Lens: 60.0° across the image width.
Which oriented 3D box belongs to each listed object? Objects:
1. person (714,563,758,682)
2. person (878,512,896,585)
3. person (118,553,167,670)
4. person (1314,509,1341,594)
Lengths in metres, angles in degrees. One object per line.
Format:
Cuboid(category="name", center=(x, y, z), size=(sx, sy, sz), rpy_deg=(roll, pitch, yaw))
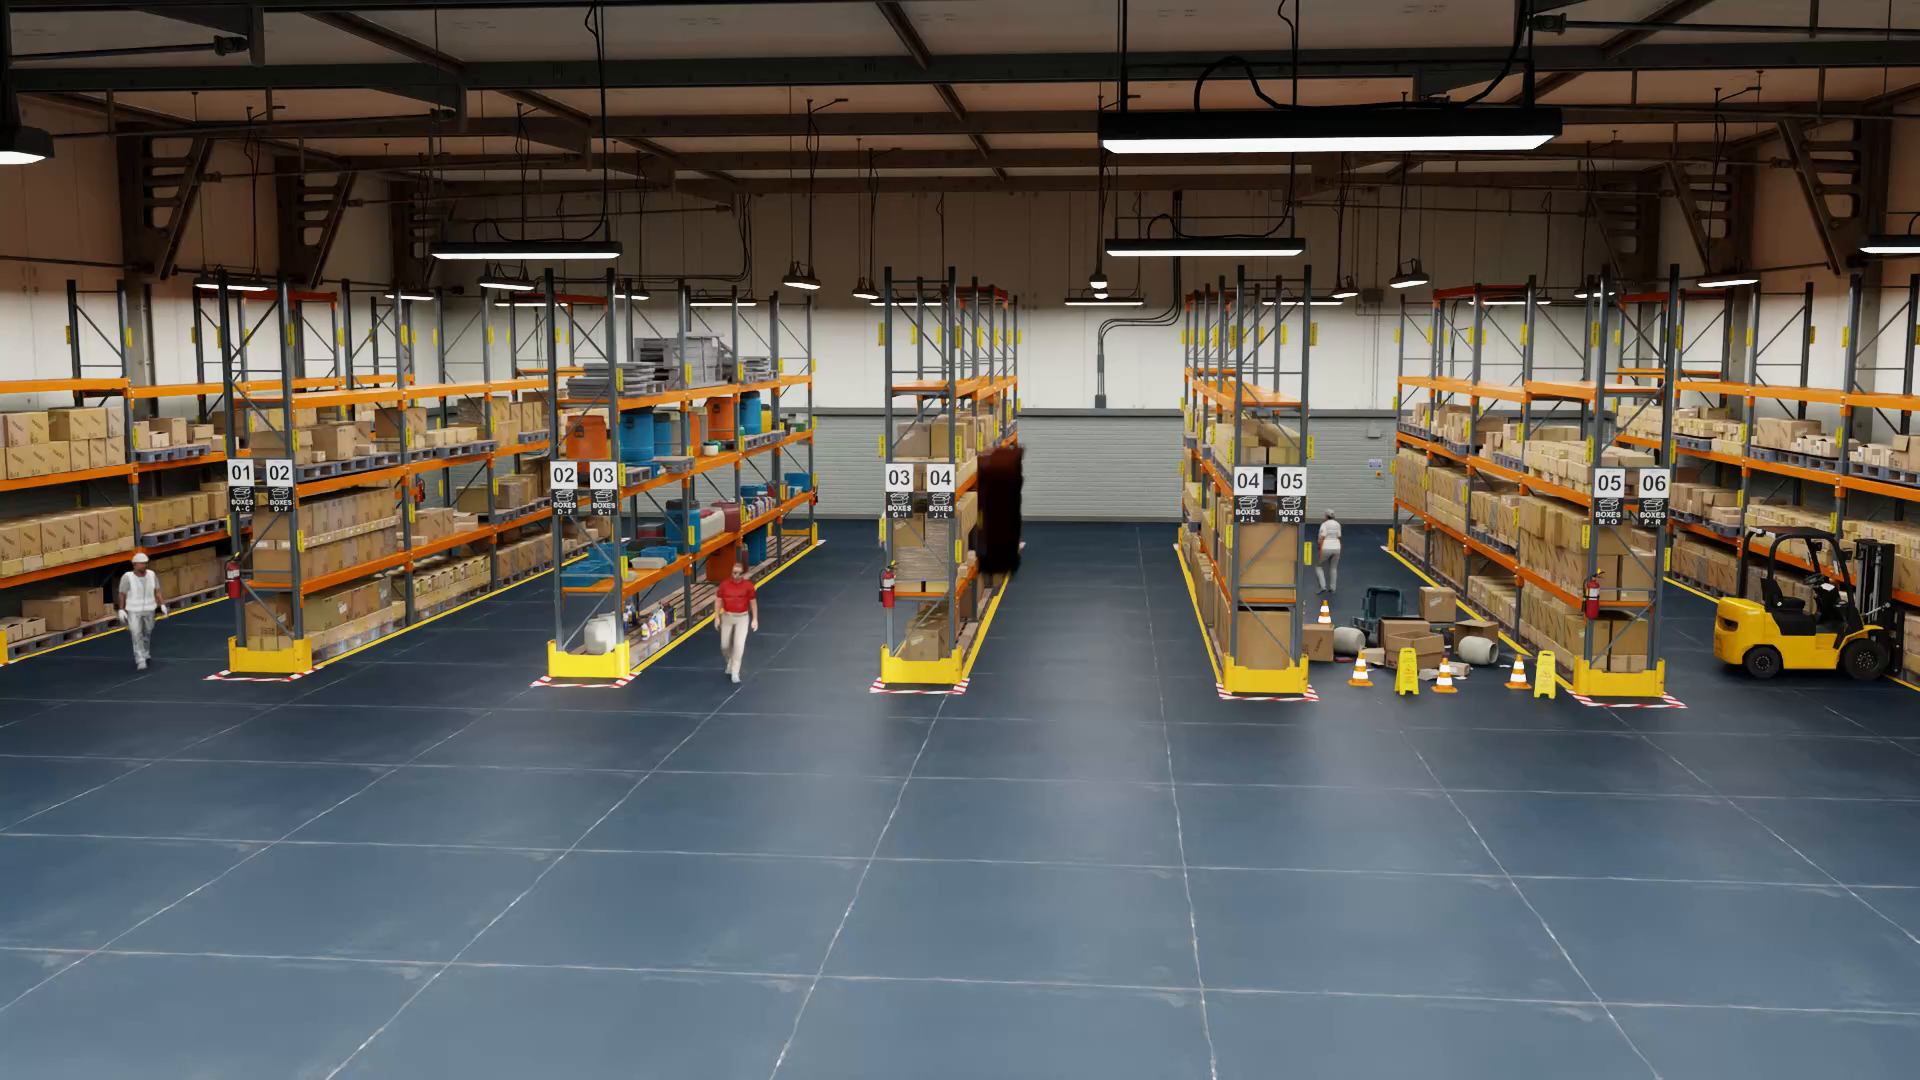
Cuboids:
Cuboid(category="person", center=(-3.301, 1.213, 24.527), size=(0.616, 1.757, 0.683), rpy_deg=(0, 7, -1))
Cuboid(category="person", center=(-1.355, 0.003, 33.954), size=(0.600, 1.713, 1.142), rpy_deg=(1, 7, 9))
Cuboid(category="person", center=(-12.443, 1.051, 25.305), size=(0.642, 1.712, 1.110), rpy_deg=(-5, 9, -36))
Cuboid(category="person", center=(7.228, 0.244, 32.628), size=(0.525, 1.710, 0.424), rpy_deg=(-3, 7, -21))
